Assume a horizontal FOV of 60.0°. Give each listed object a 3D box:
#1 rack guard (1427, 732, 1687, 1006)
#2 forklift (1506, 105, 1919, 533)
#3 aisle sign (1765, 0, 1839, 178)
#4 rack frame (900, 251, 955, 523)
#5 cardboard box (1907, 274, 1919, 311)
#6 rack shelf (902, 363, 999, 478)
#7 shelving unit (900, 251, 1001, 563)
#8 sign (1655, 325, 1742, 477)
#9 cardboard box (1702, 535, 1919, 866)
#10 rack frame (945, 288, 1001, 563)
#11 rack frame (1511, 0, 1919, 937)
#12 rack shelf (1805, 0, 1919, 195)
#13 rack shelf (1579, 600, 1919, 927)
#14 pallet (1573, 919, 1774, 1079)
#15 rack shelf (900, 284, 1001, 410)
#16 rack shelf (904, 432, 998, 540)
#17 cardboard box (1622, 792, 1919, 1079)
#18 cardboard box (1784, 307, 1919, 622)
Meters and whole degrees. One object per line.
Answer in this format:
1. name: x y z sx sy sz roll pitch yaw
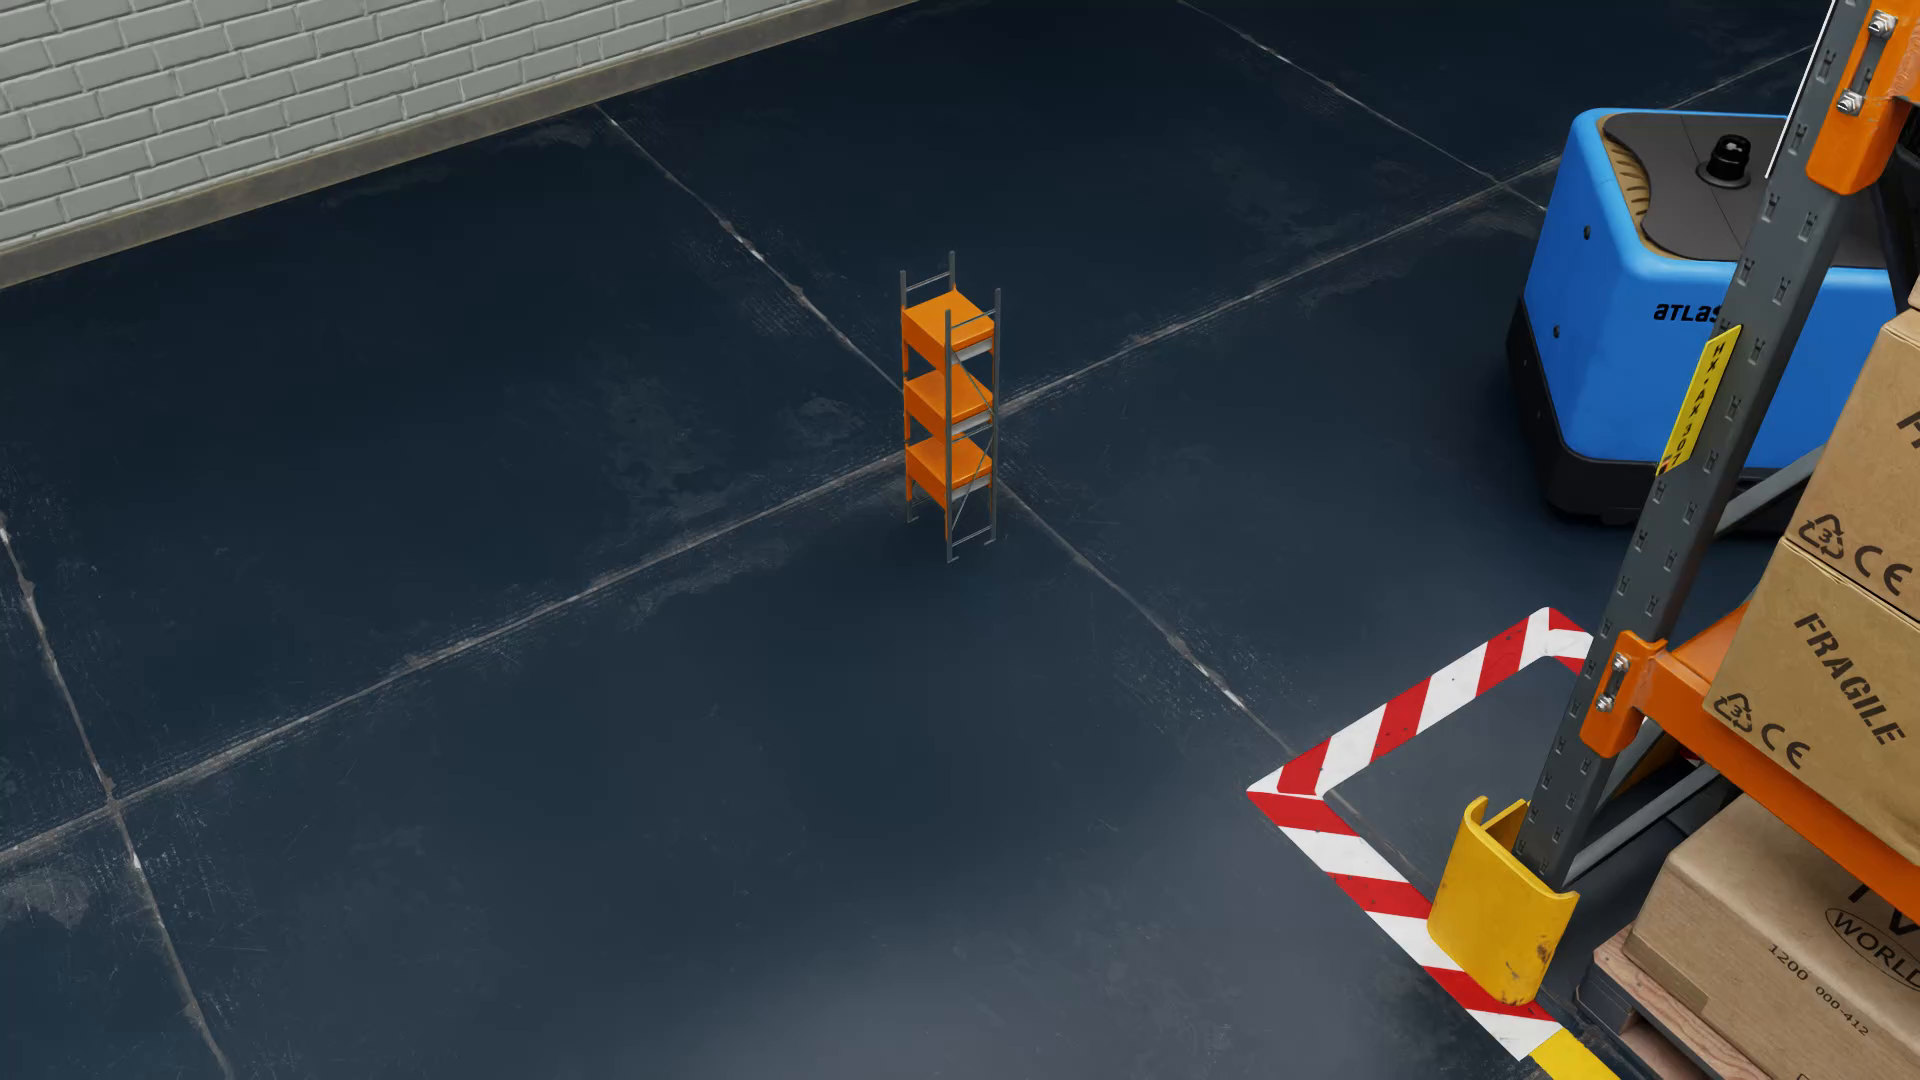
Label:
1. rack guard: 1.849 0.755 4.597 1.175 0.500 0.348 -26 49 -24
2. forklift: 3.584 -1.378 5.071 3.031 2.935 1.130 3 44 3
3. aisle sign: 1.584 -1.002 2.744 0.394 0.787 0.004 -26 49 -24
4. rack frame: -0.100 -0.479 5.492 0.200 1.050 0.008 -26 49 -24
5. cardboard box: 1.839 -0.457 2.790 0.380 0.149 0.250 -25 49 -24
6. rack shelf: -0.031 -0.402 5.427 0.215 0.259 0.240 -26 49 -24
7. shelving unit: -0.031 -0.410 5.419 0.215 1.050 0.252 -26 49 -24
8. sign: 1.404 -0.261 3.167 0.100 0.325 0.005 -26 49 -24
9. cardboard box: 1.902 0.214 3.281 0.500 0.500 0.500 -26 49 -25
10. rack frame: 0.039 -0.341 5.347 0.200 1.050 0.008 -26 49 -24
11. rack frame: 1.863 -0.135 3.719 1.000 3.000 0.127 -26 49 -24
12. rack shelf: 3.007 0.173 1.745 1.077 0.370 4.000 -26 49 -24
13. rack shelf: 3.007 1.258 2.781 1.077 0.370 4.000 -26 49 -24
14. pallet: 2.384 1.296 4.240 1.003 0.211 1.213 -26 49 -24
15. rack shelf: -0.031 -0.608 5.231 0.215 0.259 0.240 -26 49 -24
16. rack shelf: -0.031 -0.201 5.618 0.215 0.259 0.240 -26 49 -24
17. cardboard box: 2.322 0.974 4.109 0.875 0.438 0.875 -27 50 -26
18. cardboard box: 1.904 -0.148 2.937 0.500 0.500 0.500 -27 50 -25
